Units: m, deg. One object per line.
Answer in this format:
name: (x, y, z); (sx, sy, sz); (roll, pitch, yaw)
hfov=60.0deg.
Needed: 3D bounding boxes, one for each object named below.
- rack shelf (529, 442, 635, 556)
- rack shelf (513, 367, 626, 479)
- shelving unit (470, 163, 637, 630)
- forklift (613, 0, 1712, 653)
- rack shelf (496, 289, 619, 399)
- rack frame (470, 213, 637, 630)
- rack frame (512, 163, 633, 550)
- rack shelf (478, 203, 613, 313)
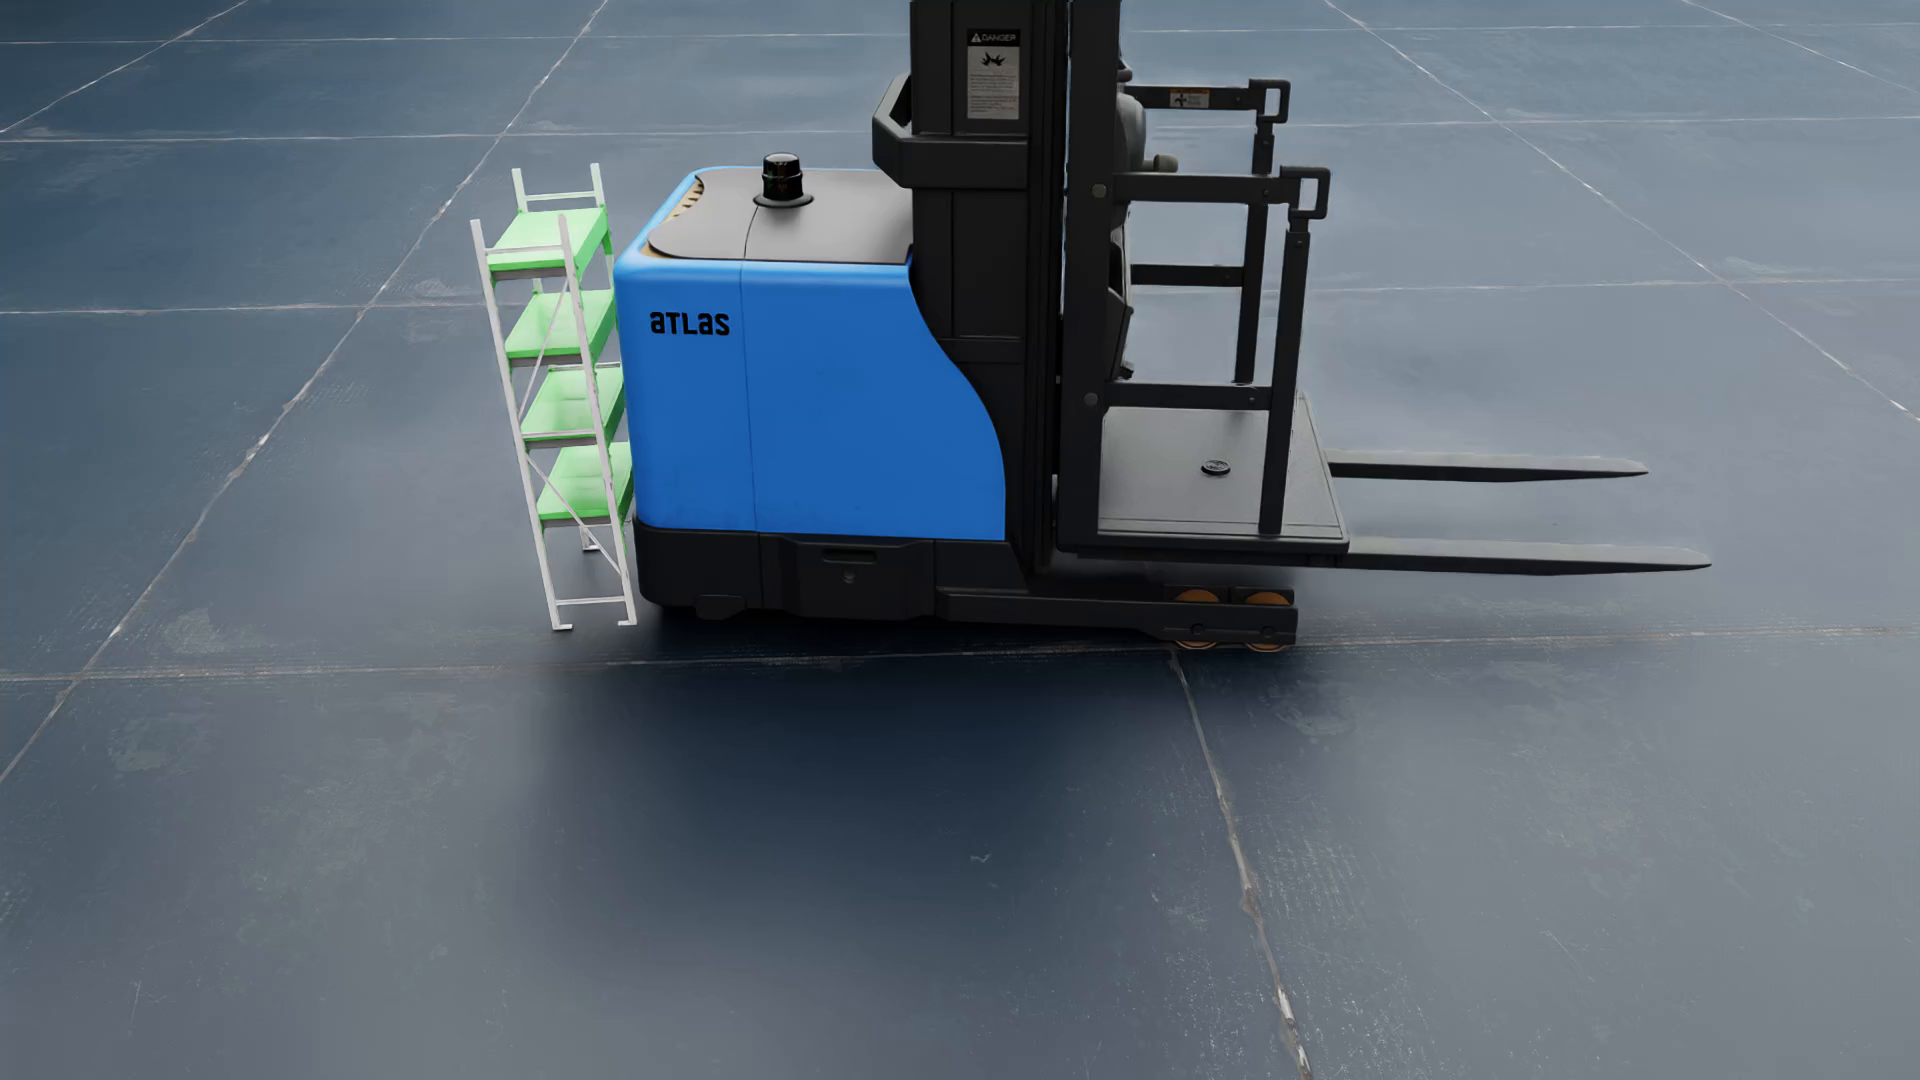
rack shelf: (-1.068, -0.129, 4.839); (0.258, 0.148, 0.480); (-4, 28, 0)
rack shelf: (-1.082, -0.341, 4.728); (0.258, 0.148, 0.480); (-4, 28, 0)
shelving unit: (-1.086, -0.398, 4.698); (0.258, 1.200, 0.503); (-4, 28, 0)
forklift: (0.614, -1.240, 4.459); (3.031, 2.935, 1.130); (2, 28, 4)
rack shelf: (-1.097, -0.553, 4.617); (0.258, 0.148, 0.480); (-4, 28, 0)
rack frame: (-1.081, -0.285, 4.482); (0.240, 1.200, 0.015); (-4, 28, 0)
rack frame: (-1.092, -0.510, 4.914); (0.240, 1.200, 0.015); (-4, 28, 0)
rack shelf: (-1.112, -0.766, 4.506); (0.258, 0.148, 0.480); (-4, 28, 0)
